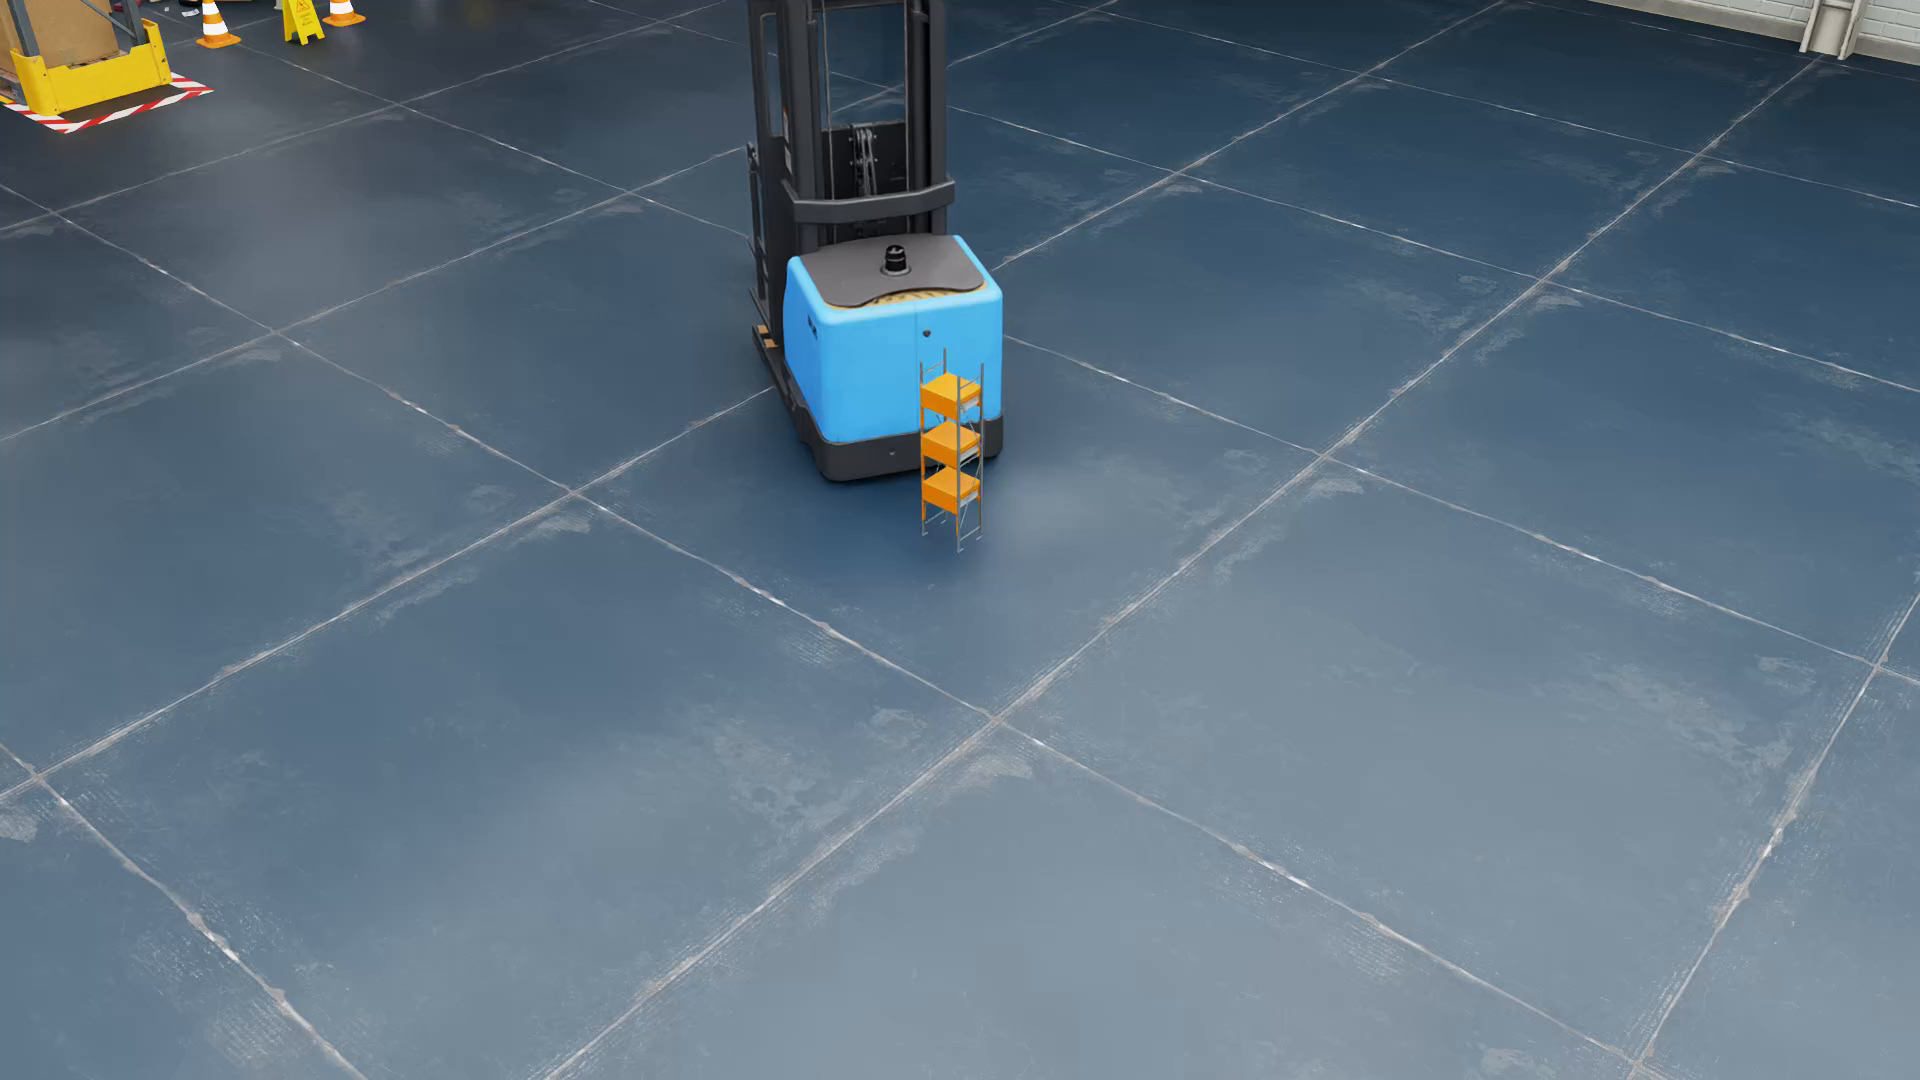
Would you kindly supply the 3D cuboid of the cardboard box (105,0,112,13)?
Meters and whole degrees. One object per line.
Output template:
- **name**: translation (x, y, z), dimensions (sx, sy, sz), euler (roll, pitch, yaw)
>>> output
- **cardboard box**: translation (-8.710, -5.427, 16.291), dimensions (0.500, 0.500, 0.500), euler (-26, 42, -32)

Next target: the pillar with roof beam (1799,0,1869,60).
- **pillar with roof beam**: translation (5.286, -6.372, 10.162), dimensions (0.400, 9.000, 9.100), euler (25, 42, 32)

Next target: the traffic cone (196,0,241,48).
- **traffic cone**: translation (-6.985, -4.888, 15.540), dimensions (0.334, 0.463, 0.336), euler (25, 42, 32)

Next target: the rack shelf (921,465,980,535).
- **rack shelf**: translation (-0.041, -0.214, 8.727), dimensions (0.240, 0.259, 0.215), euler (25, 42, 32)

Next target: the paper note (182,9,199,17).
- **paper note**: translation (-7.573, -5.190, 16.364), dimensions (0.144, 0.017, 0.142), euler (-18, 38, -25)

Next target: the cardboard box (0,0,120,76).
- **cardboard box**: translation (-8.049, -4.637, 14.441), dimensions (0.875, 0.875, 0.875), euler (26, 42, 32)

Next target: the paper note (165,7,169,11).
- **paper note**: translation (-7.864, -5.262, 16.486), dimensions (0.032, 0.001, 0.123), euler (-12, 36, -17)

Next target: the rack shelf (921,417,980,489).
- **rack shelf**: translation (-0.041, -0.443, 8.569), dimensions (0.240, 0.259, 0.215), euler (25, 42, 32)

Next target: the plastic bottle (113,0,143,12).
- **plastic bottle**: translation (-8.266, -5.328, 16.536), dimensions (0.133, 0.061, 0.283), euler (12, 36, 16)

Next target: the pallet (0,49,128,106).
- **pallet**: translation (-8.150, -4.229, 14.804), dimensions (1.213, 0.211, 1.003), euler (25, 42, 32)

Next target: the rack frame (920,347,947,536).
- **rack frame**: translation (-0.135, -0.496, 8.628), dimensions (0.008, 1.050, 0.200), euler (25, 42, 32)

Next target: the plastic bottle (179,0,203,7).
- **plastic bottle**: translation (-7.704, -5.386, 16.621), dimensions (0.283, 0.061, 0.133), euler (12, 36, 16)

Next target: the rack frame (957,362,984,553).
- **rack frame**: translation (0.053, -0.408, 8.499), dimensions (0.008, 1.050, 0.200), euler (25, 42, 32)

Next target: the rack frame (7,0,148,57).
- **rack frame**: translation (-7.486, -5.123, 13.643), dimensions (0.127, 3.000, 1.000), euler (25, 42, 32)

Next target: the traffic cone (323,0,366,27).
- **traffic cone**: translation (-6.001, -5.256, 16.077), dimensions (0.334, 0.463, 0.336), euler (25, 42, 32)

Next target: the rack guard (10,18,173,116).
- **rack guard**: translation (-7.467, -4.084, 14.337), dimensions (0.348, 0.500, 1.175), euler (25, 42, 32)

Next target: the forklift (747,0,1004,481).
- **forklift**: translation (-0.685, -2.365, 9.687), dimensions (1.130, 2.935, 3.031), euler (-10, 36, -14)

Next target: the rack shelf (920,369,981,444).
- **rack shelf**: translation (-0.041, -0.677, 8.409), dimensions (0.240, 0.259, 0.215), euler (25, 42, 32)

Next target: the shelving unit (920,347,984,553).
- **shelving unit**: translation (-0.041, -0.452, 8.563), dimensions (0.252, 1.050, 0.215), euler (25, 42, 32)

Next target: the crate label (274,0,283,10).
- **crate label**: translation (-6.645, -5.380, 16.545), dimensions (0.298, 0.136, 0.250), euler (6, 35, 8)

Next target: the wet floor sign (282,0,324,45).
- **wet floor sign**: translation (-6.197, -5.004, 15.548), dimensions (0.232, 0.644, 0.267), euler (18, 38, 24)

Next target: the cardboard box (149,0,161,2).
- **cardboard box**: translation (-8.061, -5.624, 16.786), dimensions (0.396, 0.266, 0.258), euler (-26, 42, -32)
